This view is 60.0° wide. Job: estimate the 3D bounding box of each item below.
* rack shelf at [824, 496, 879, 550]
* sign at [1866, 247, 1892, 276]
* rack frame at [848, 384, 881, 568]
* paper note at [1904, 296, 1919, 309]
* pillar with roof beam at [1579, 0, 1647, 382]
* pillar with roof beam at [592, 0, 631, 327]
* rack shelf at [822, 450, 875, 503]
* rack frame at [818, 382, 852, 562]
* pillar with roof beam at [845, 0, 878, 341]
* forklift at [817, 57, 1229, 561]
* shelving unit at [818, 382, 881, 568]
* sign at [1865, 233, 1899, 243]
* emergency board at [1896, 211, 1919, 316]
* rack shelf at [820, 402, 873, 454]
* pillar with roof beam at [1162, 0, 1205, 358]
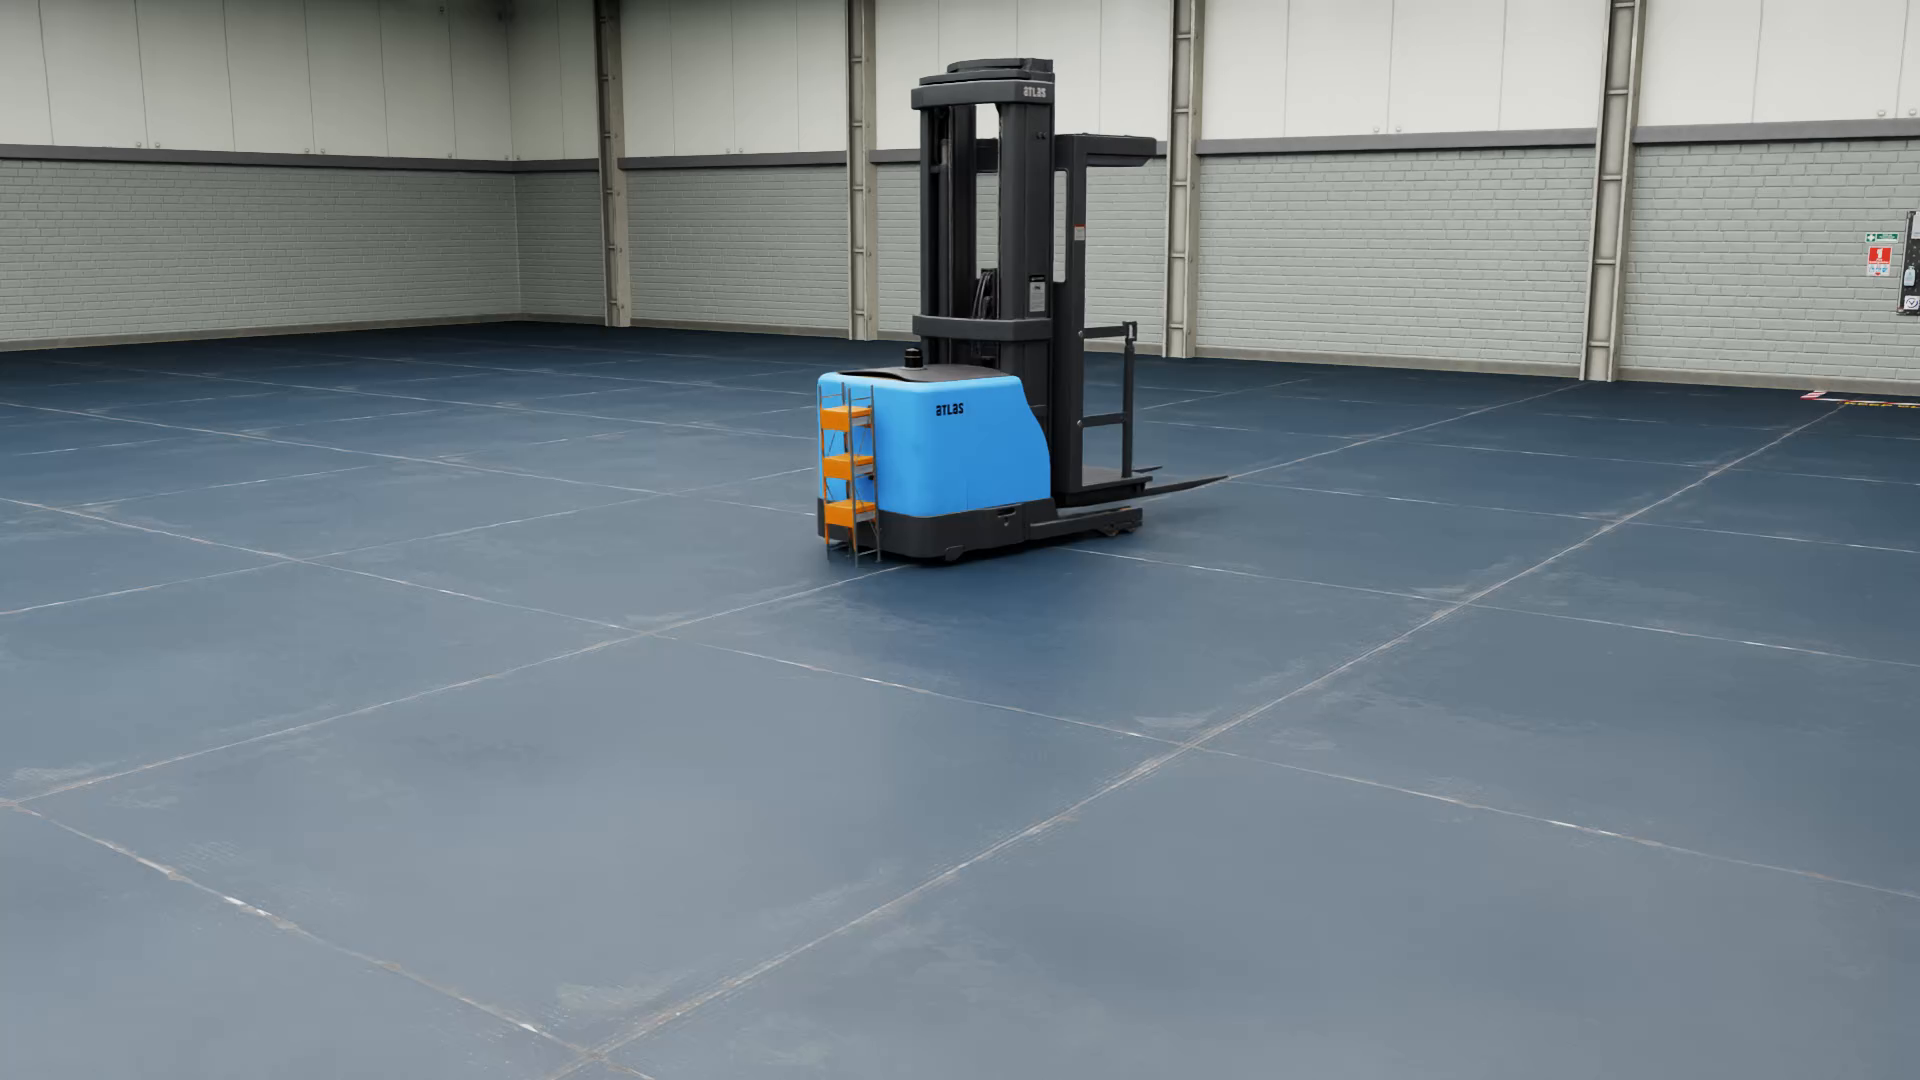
[{"bbox_3d":[-0.637,-0.104,9.795,0.240,0.259,0.215,10,17,41],"label":"rack shelf"},{"bbox_3d":[10.537,-3.196,19.060,0.234,0.329,0.001,8,13,36],"label":"sign"},{"bbox_3d":[-0.555,-0.369,9.651,0.008,1.050,0.200,10,17,41],"label":"rack frame"},{"bbox_3d":[10.819,-2.699,18.902,0.142,0.148,0.016,8,13,36],"label":"paper note"},{"bbox_3d":[5.506,-5.778,16.705,0.400,9.000,9.100,8,13,36],"label":"pillar with roof beam"},{"bbox_3d":[-9.002,-7.802,27.165,0.400,9.000,9.100,8,13,36],"label":"pillar with roof beam"},{"bbox_3d":[-0.645,-0.375,9.734,0.240,0.259,0.215,10,17,41],"label":"rack shelf"},{"bbox_3d":[-0.736,-0.401,9.812,0.008,1.050,0.200,10,17,41],"label":"rack frame"},{"bbox_3d":[-4.166,-7.127,23.678,0.400,9.000,9.100,8,13,36],"label":"pillar with roof beam"},{"bbox_3d":[0.548,-1.525,10.695,3.031,2.935,1.130,-10,15,-41],"label":"forklift"},{"bbox_3d":[-0.645,-0.385,9.731,0.252,1.050,0.215,10,17,41],"label":"shelving unit"},{"bbox_3d":[10.535,-3.455,19.000,0.331,0.109,0.001,8,13,36],"label":"sign"},{"bbox_3d":[10.925,-3.105,18.680,0.626,1.169,0.157,8,13,36],"label":"emergency board"},{"bbox_3d":[-0.653,-0.651,9.671,0.240,0.259,0.215,10,17,41],"label":"rack shelf"},{"bbox_3d":[0.670,-6.453,20.192,0.400,9.000,9.100,8,13,36],"label":"pillar with roof beam"}]
